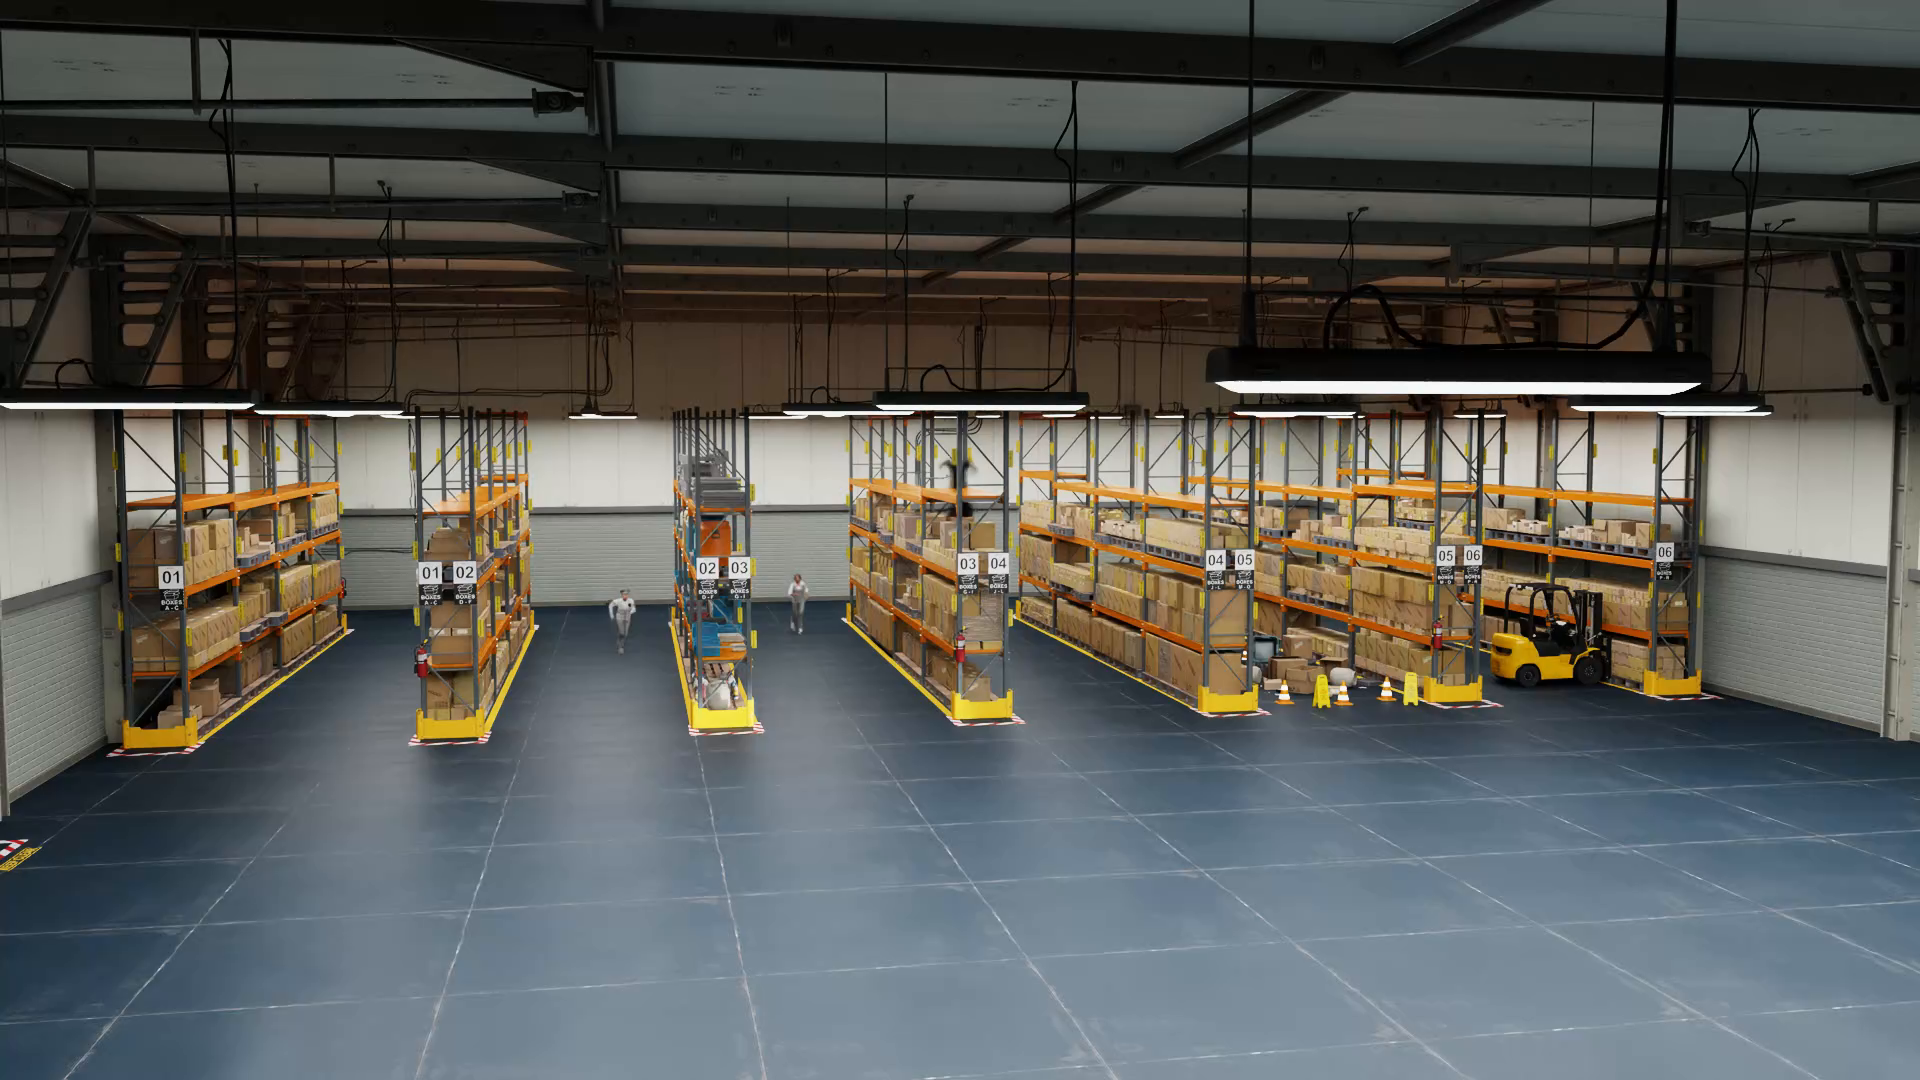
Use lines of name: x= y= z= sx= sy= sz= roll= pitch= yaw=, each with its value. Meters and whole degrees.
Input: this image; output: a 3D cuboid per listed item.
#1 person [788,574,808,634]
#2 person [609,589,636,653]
person: x=-4.403 y=1.712 z=45.180 sx=0.544 sy=1.615 sz=0.886 roll=-1 pitch=4 yaw=-10
person: x=-8.316 y=2.003 z=41.085 sx=0.611 sy=1.613 sz=0.684 roll=-2 pitch=5 yaw=-27
